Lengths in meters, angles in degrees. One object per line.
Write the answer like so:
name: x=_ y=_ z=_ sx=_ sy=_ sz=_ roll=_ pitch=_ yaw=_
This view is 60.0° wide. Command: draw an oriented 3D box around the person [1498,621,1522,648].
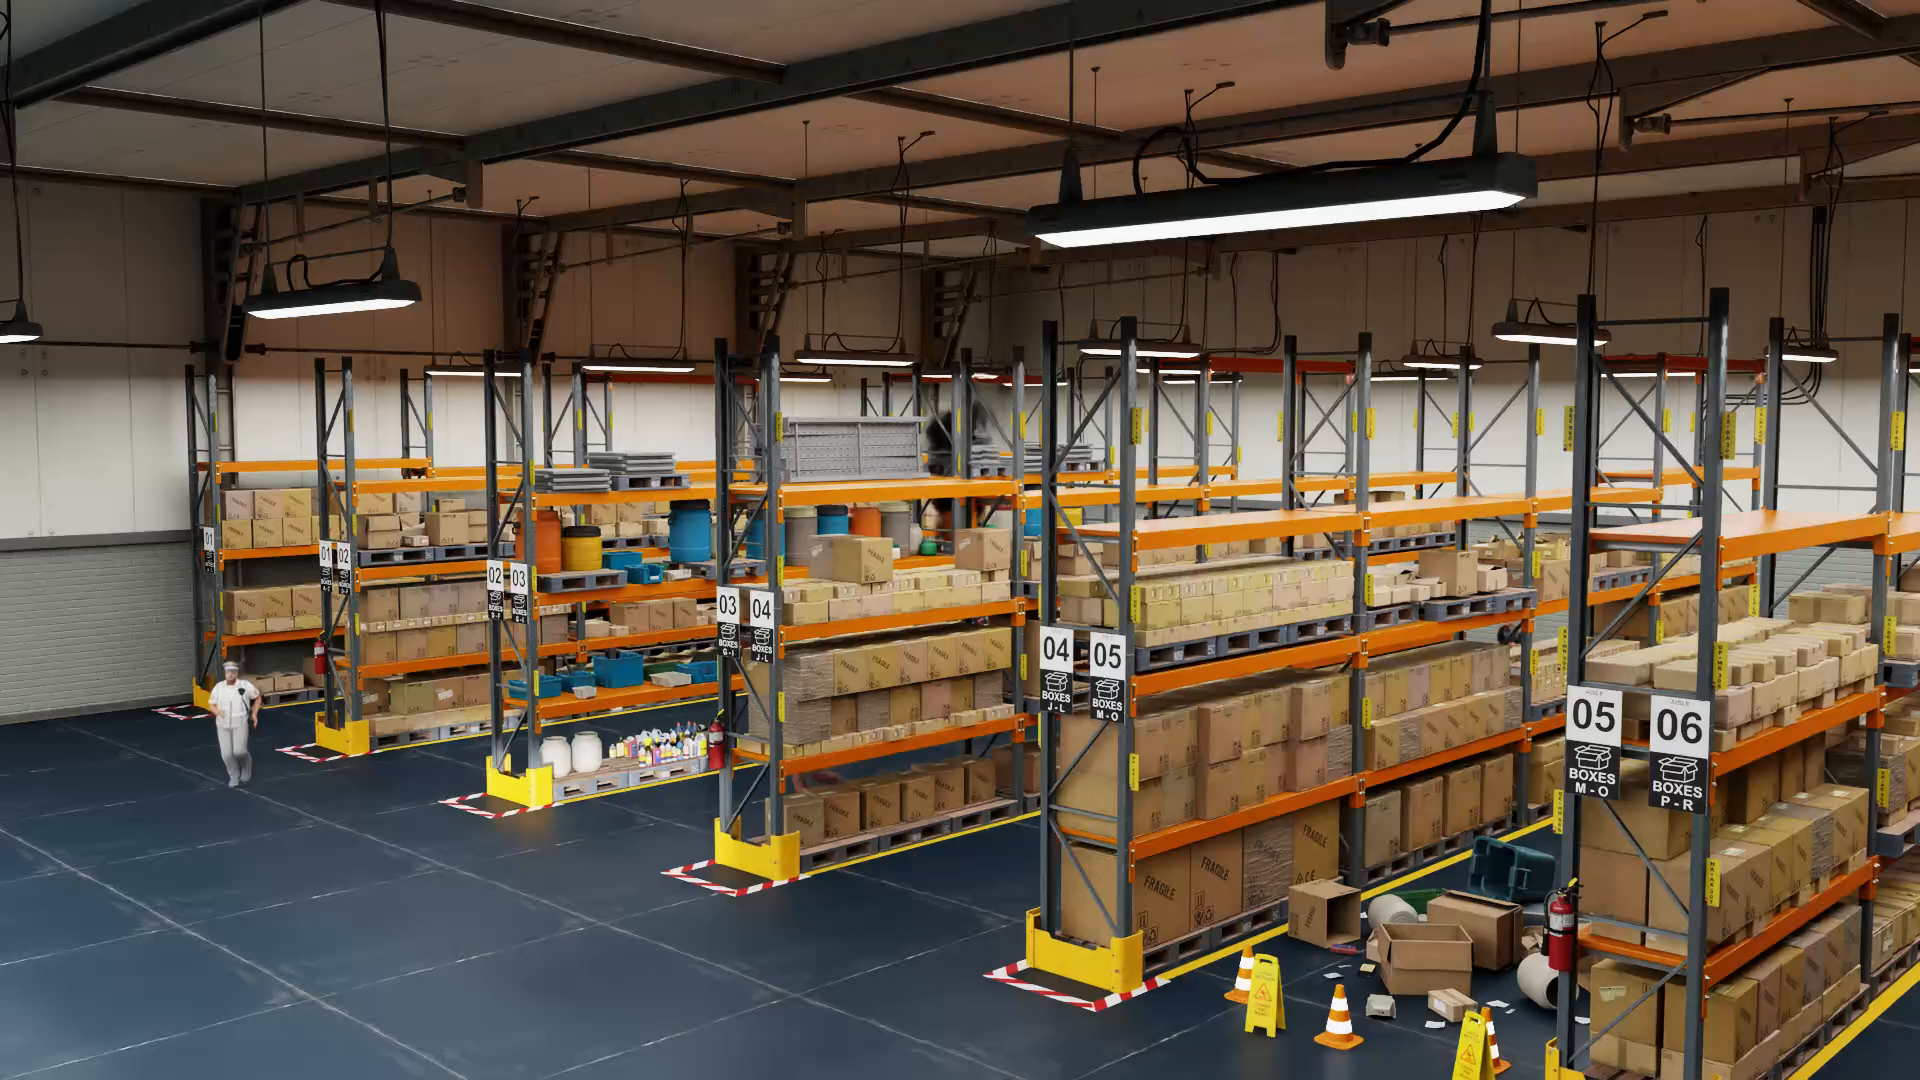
person: x=9.556 y=2.126 z=28.741 sx=0.656 sy=1.746 sz=0.761 roll=3 pitch=5 yaw=36

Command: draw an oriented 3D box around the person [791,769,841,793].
person: x=-1.910 y=2.729 z=21.611 sx=0.584 sy=1.659 sz=0.817 roll=4 pitch=6 yaw=39

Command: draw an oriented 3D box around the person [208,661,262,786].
person: x=-9.998 y=2.537 z=22.882 sx=0.651 sy=1.743 sz=0.607 roll=-1 pitch=4 yaw=-12
